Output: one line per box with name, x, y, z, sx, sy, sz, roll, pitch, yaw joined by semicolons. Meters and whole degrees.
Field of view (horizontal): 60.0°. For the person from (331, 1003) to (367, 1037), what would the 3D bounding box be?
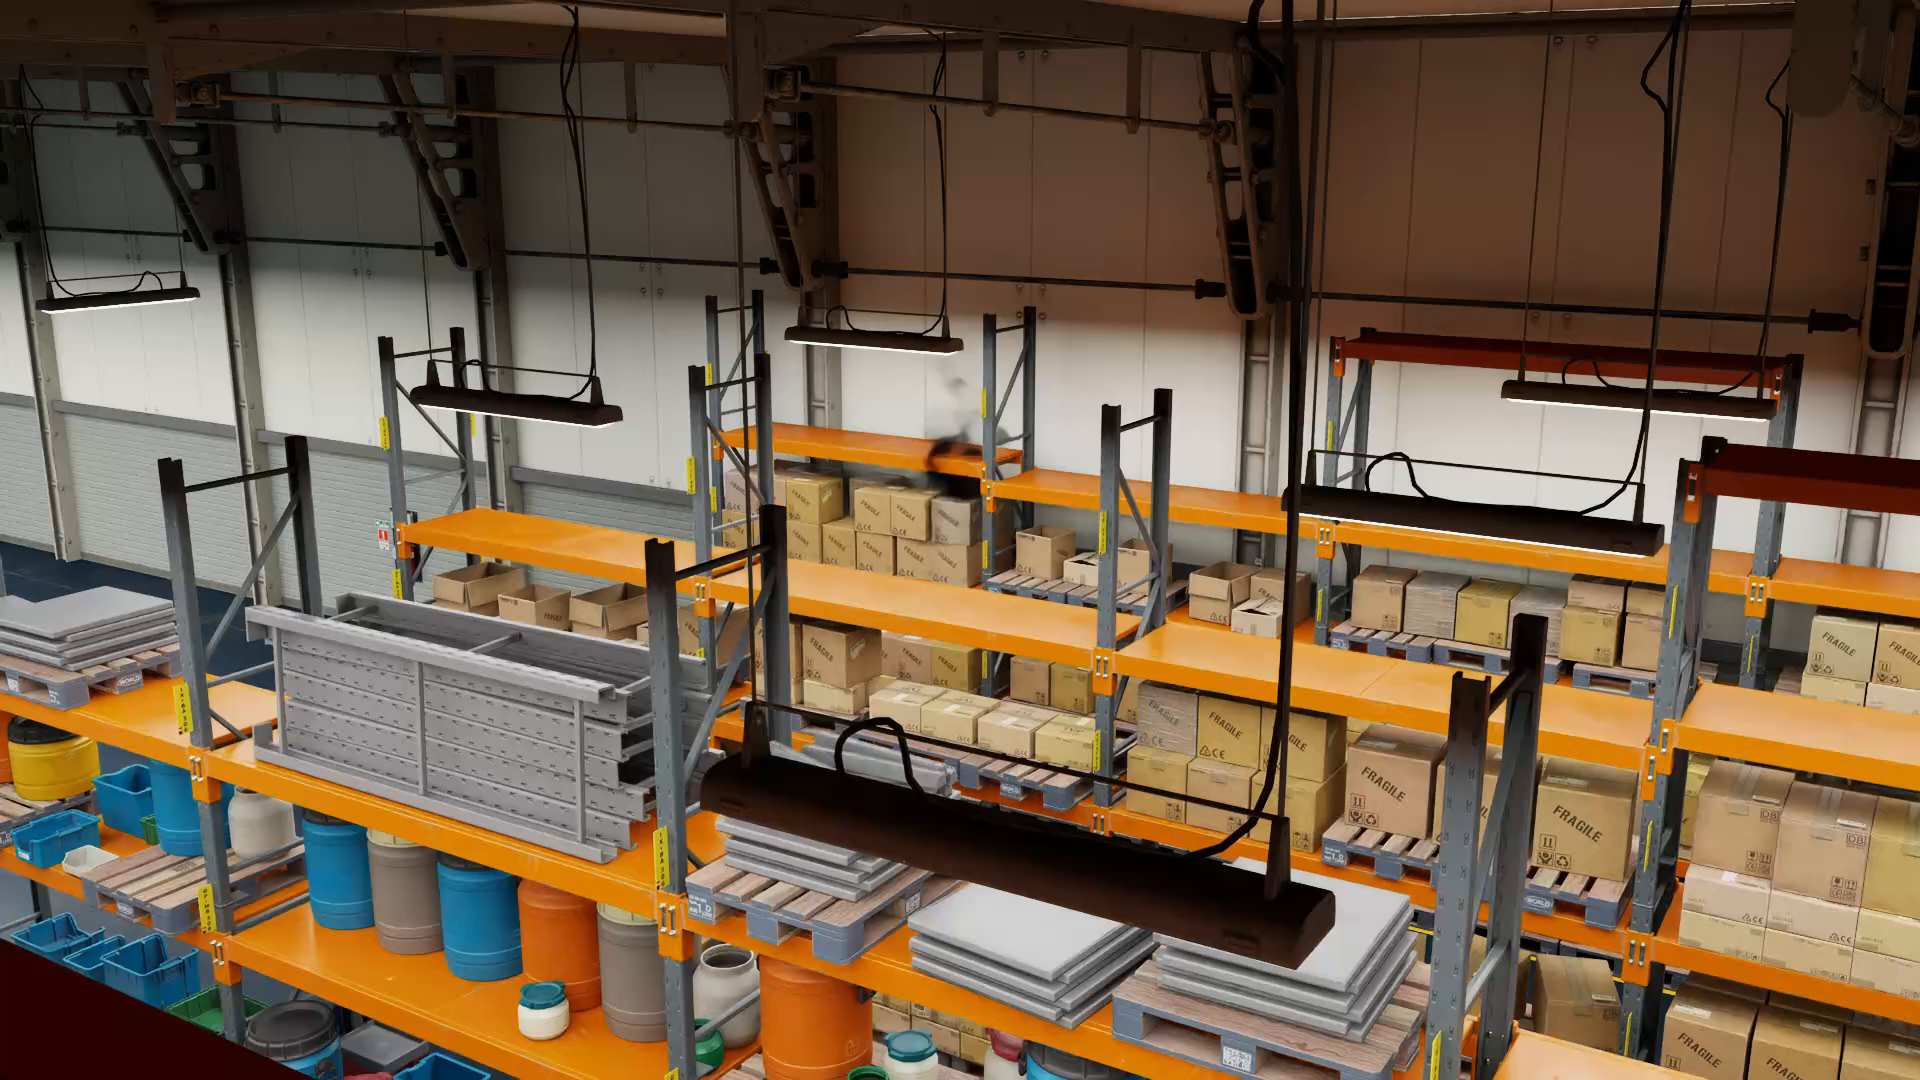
person;-5.118;3.888;14.236;0.579;1.575;0.605;6;15;22
